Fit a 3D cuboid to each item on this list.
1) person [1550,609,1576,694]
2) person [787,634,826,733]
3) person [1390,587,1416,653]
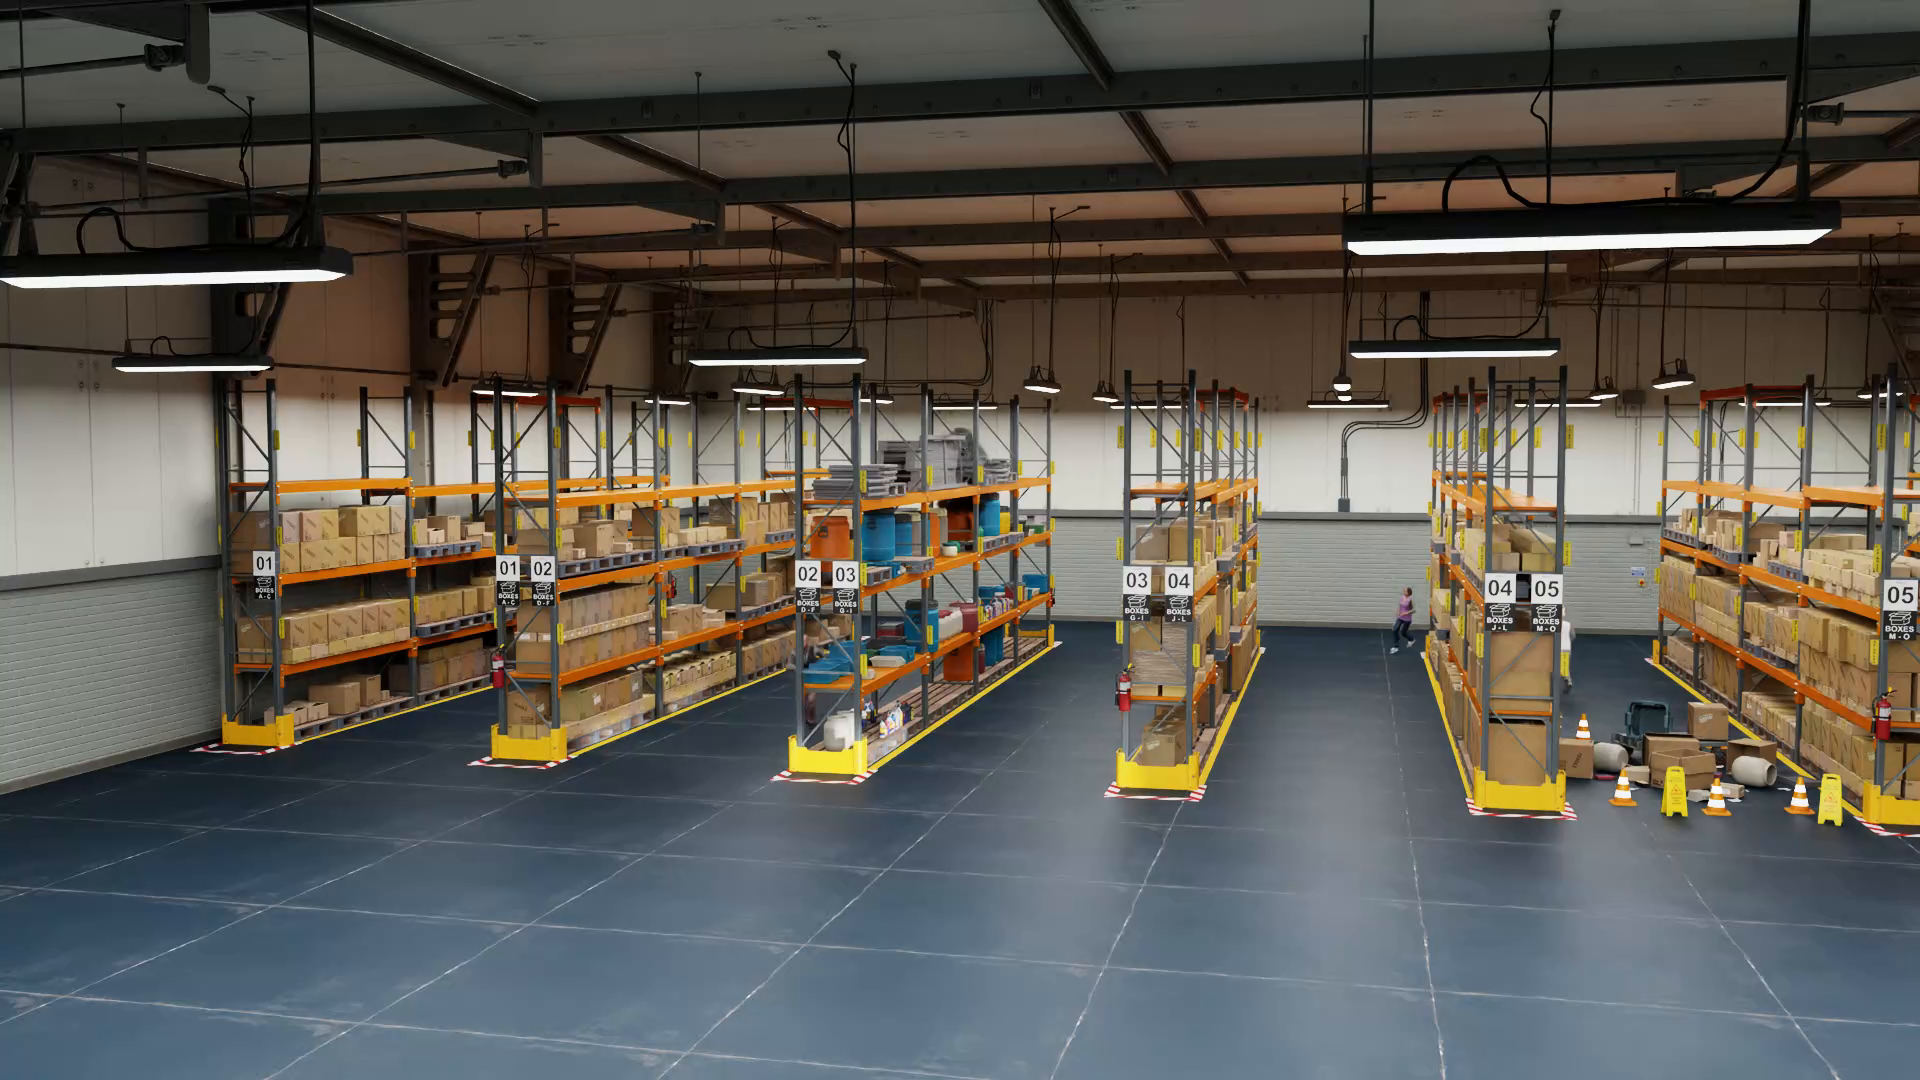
[{"bbox_3d":[11.801,2.187,32.641,0.655,1.732,0.801,0,3,1],"label":"person"},{"bbox_3d":[-2.636,2.448,28.730,0.658,1.692,0.973,0,3,7],"label":"person"},{"bbox_3d":[10.572,1.826,39.246,0.663,1.474,0.585,-3,4,-36],"label":"person"}]
